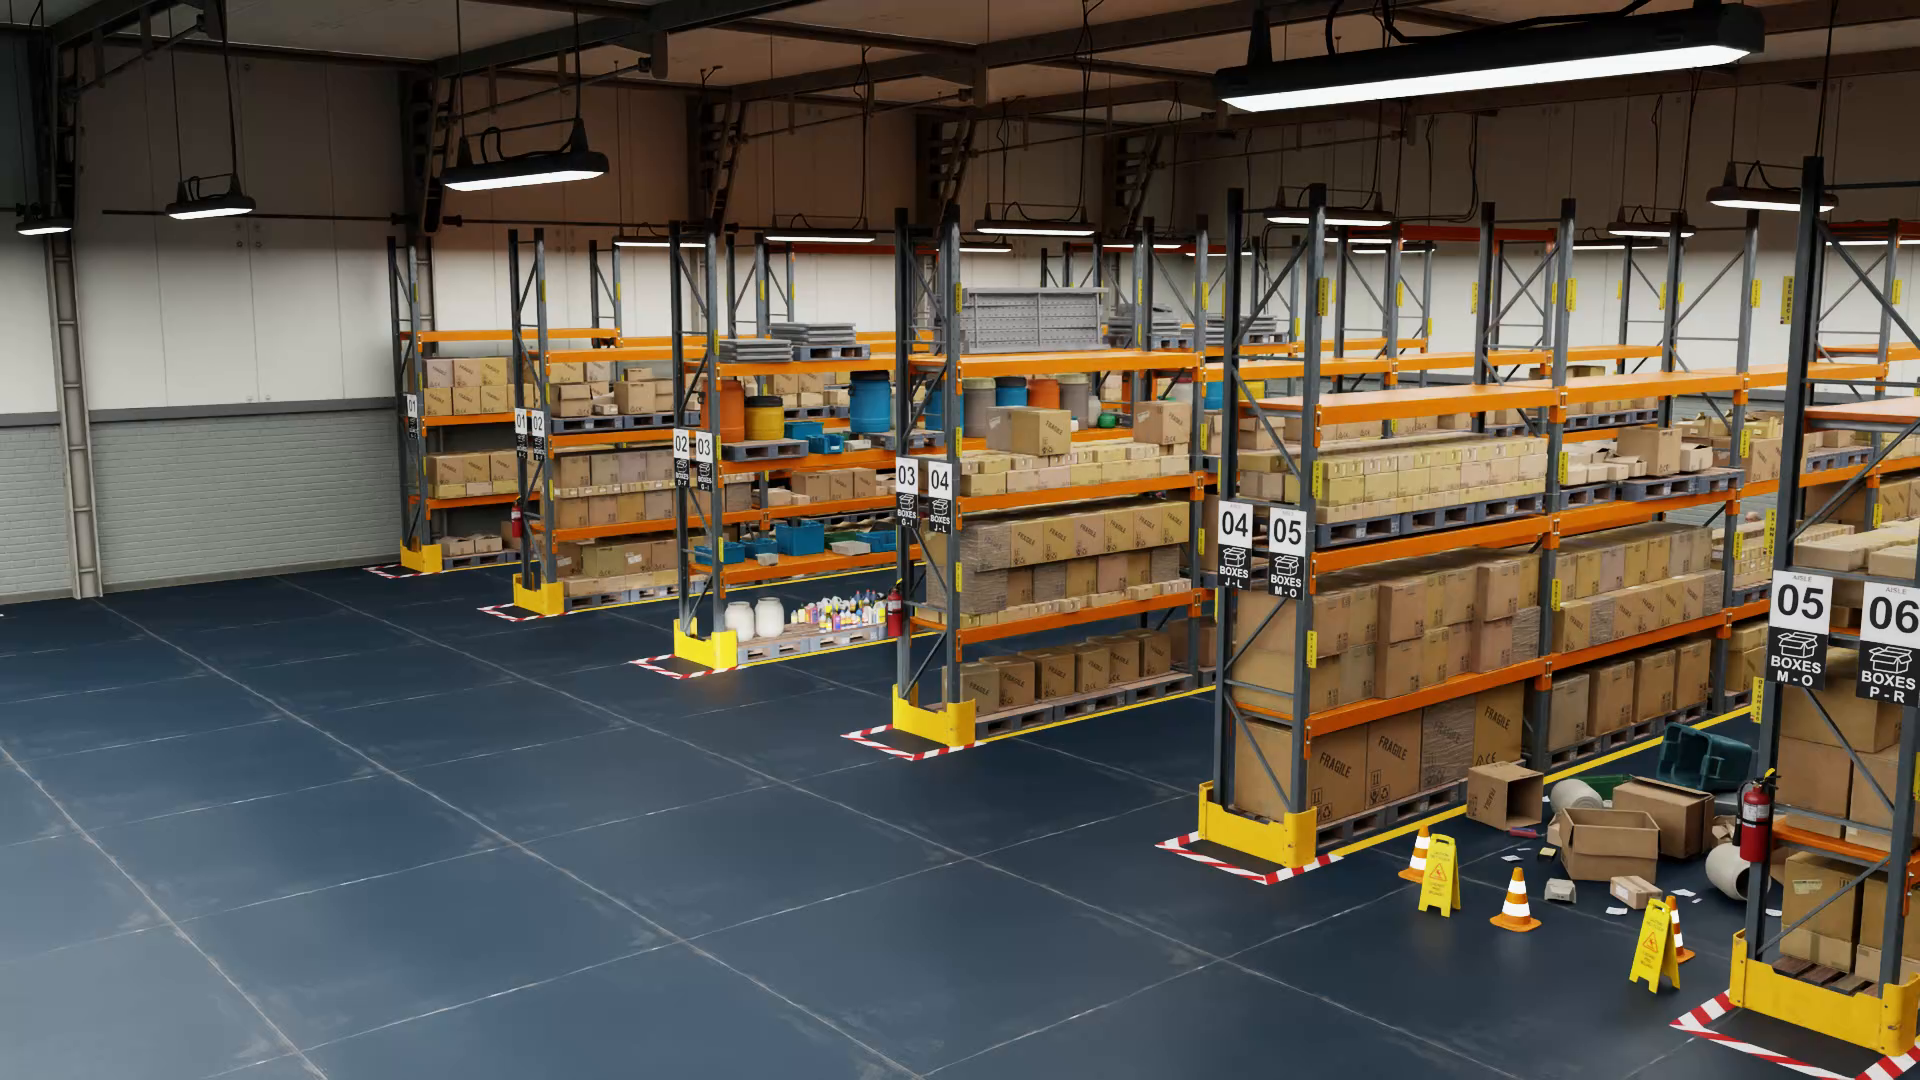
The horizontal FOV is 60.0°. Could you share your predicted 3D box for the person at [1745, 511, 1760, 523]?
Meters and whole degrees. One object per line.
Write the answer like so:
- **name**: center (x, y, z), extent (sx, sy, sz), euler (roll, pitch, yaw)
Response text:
- **person**: center (11.981, 0.414, 25.288), extent (1.142, 1.713, 0.656), euler (-7, 11, -37)
